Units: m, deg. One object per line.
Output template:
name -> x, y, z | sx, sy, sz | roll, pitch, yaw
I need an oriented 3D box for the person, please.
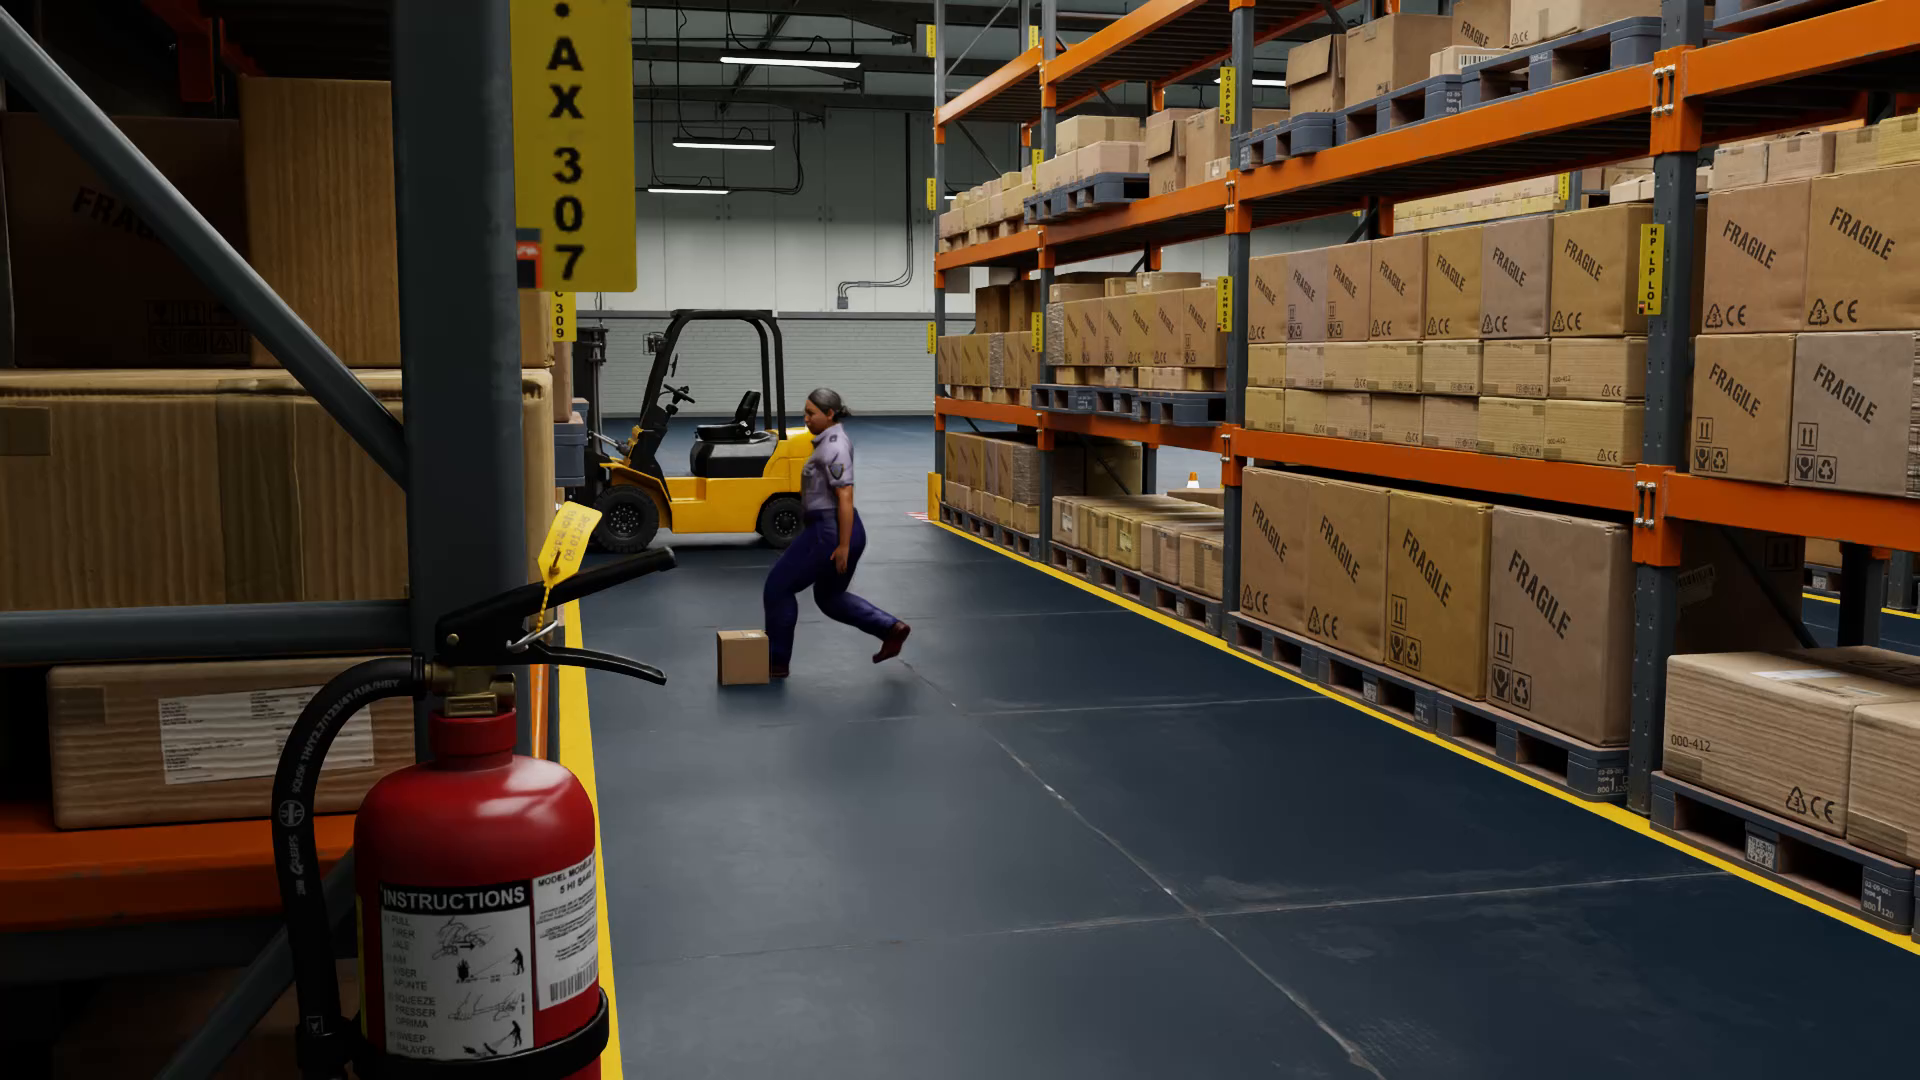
person -> -0.744, -0.041, 8.929 | 0.938, 1.553, 0.503 | 1, 6, 5
